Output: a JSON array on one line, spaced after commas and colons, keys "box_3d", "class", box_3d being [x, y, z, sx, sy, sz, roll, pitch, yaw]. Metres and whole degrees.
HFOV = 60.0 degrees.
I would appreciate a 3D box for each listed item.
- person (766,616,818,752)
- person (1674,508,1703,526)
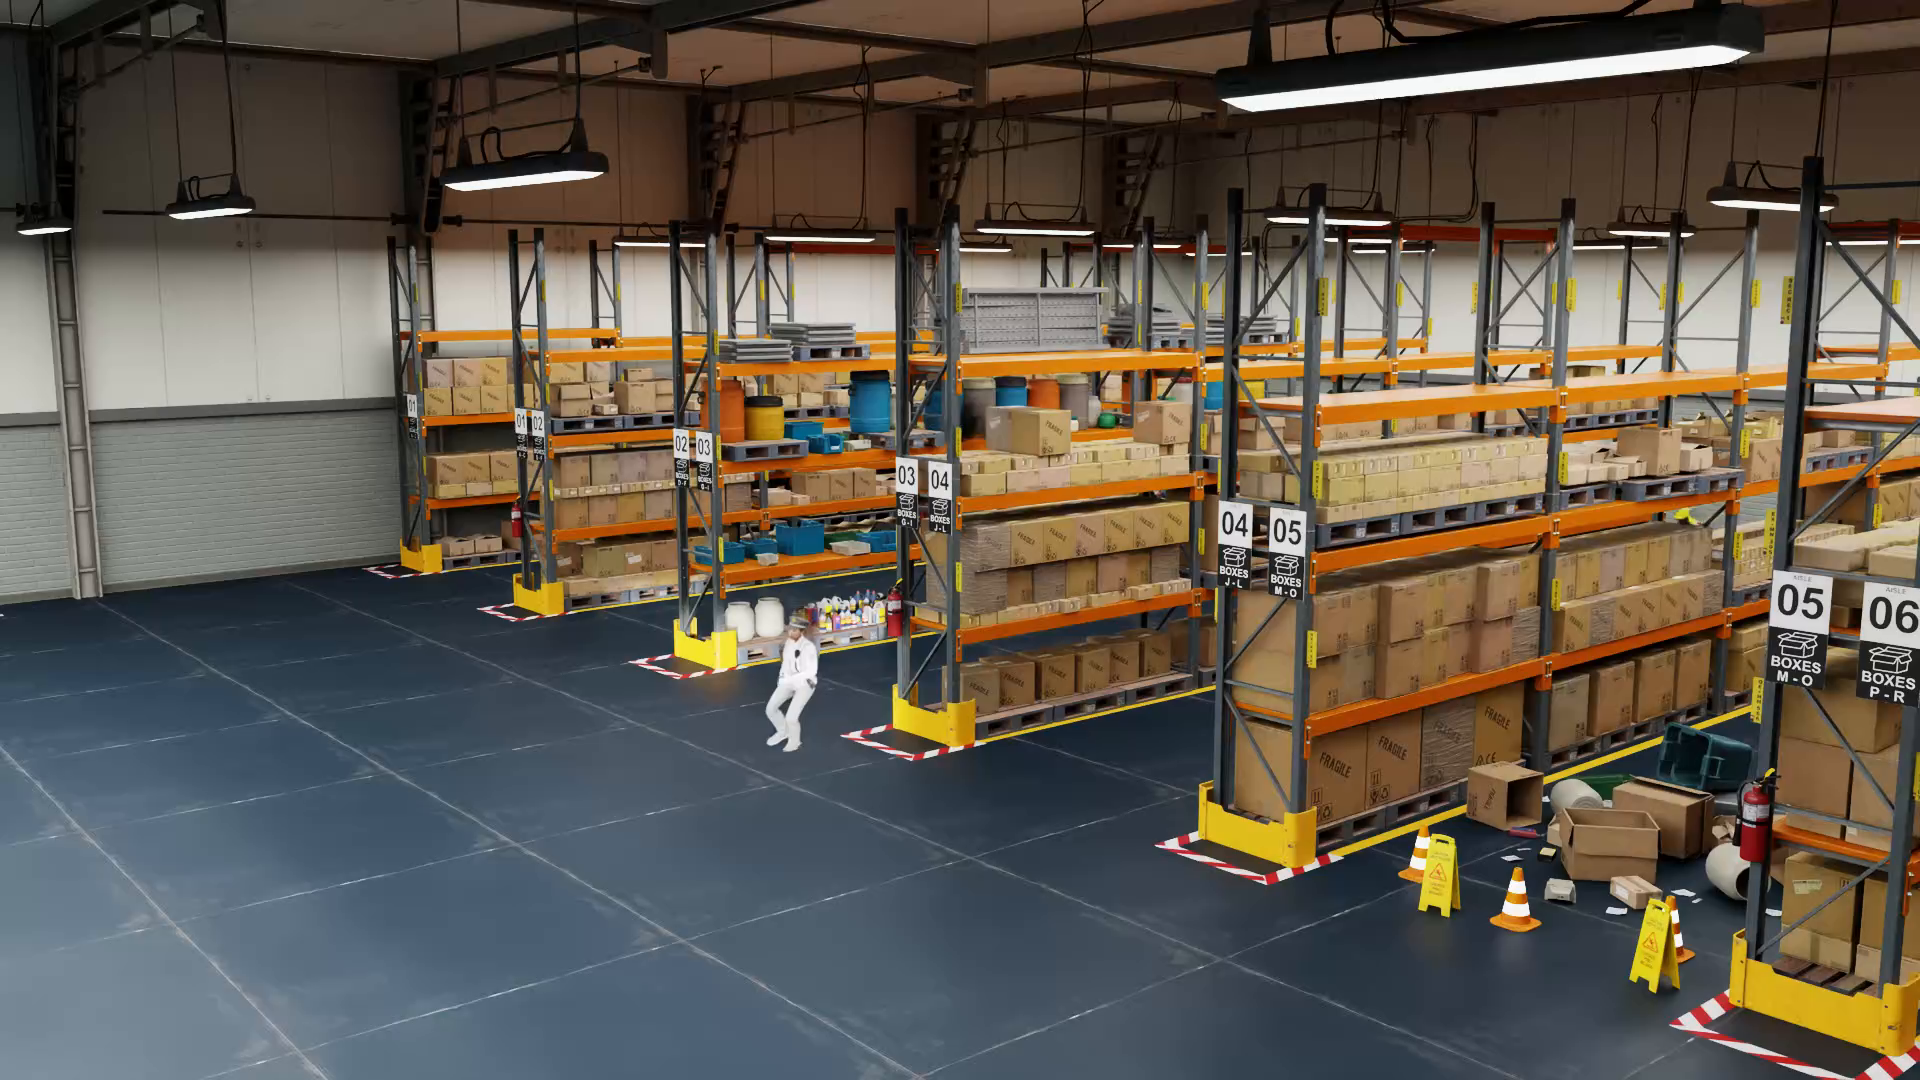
[{"box_3d": [-1.860, 1.607, 18.327, 0.773, 1.608, 0.625, 6, 10, 33], "class": "person"}, {"box_3d": [12.257, 0.183, 27.662, 1.174, 1.526, 0.723, -4, 9, -22], "class": "person"}]
